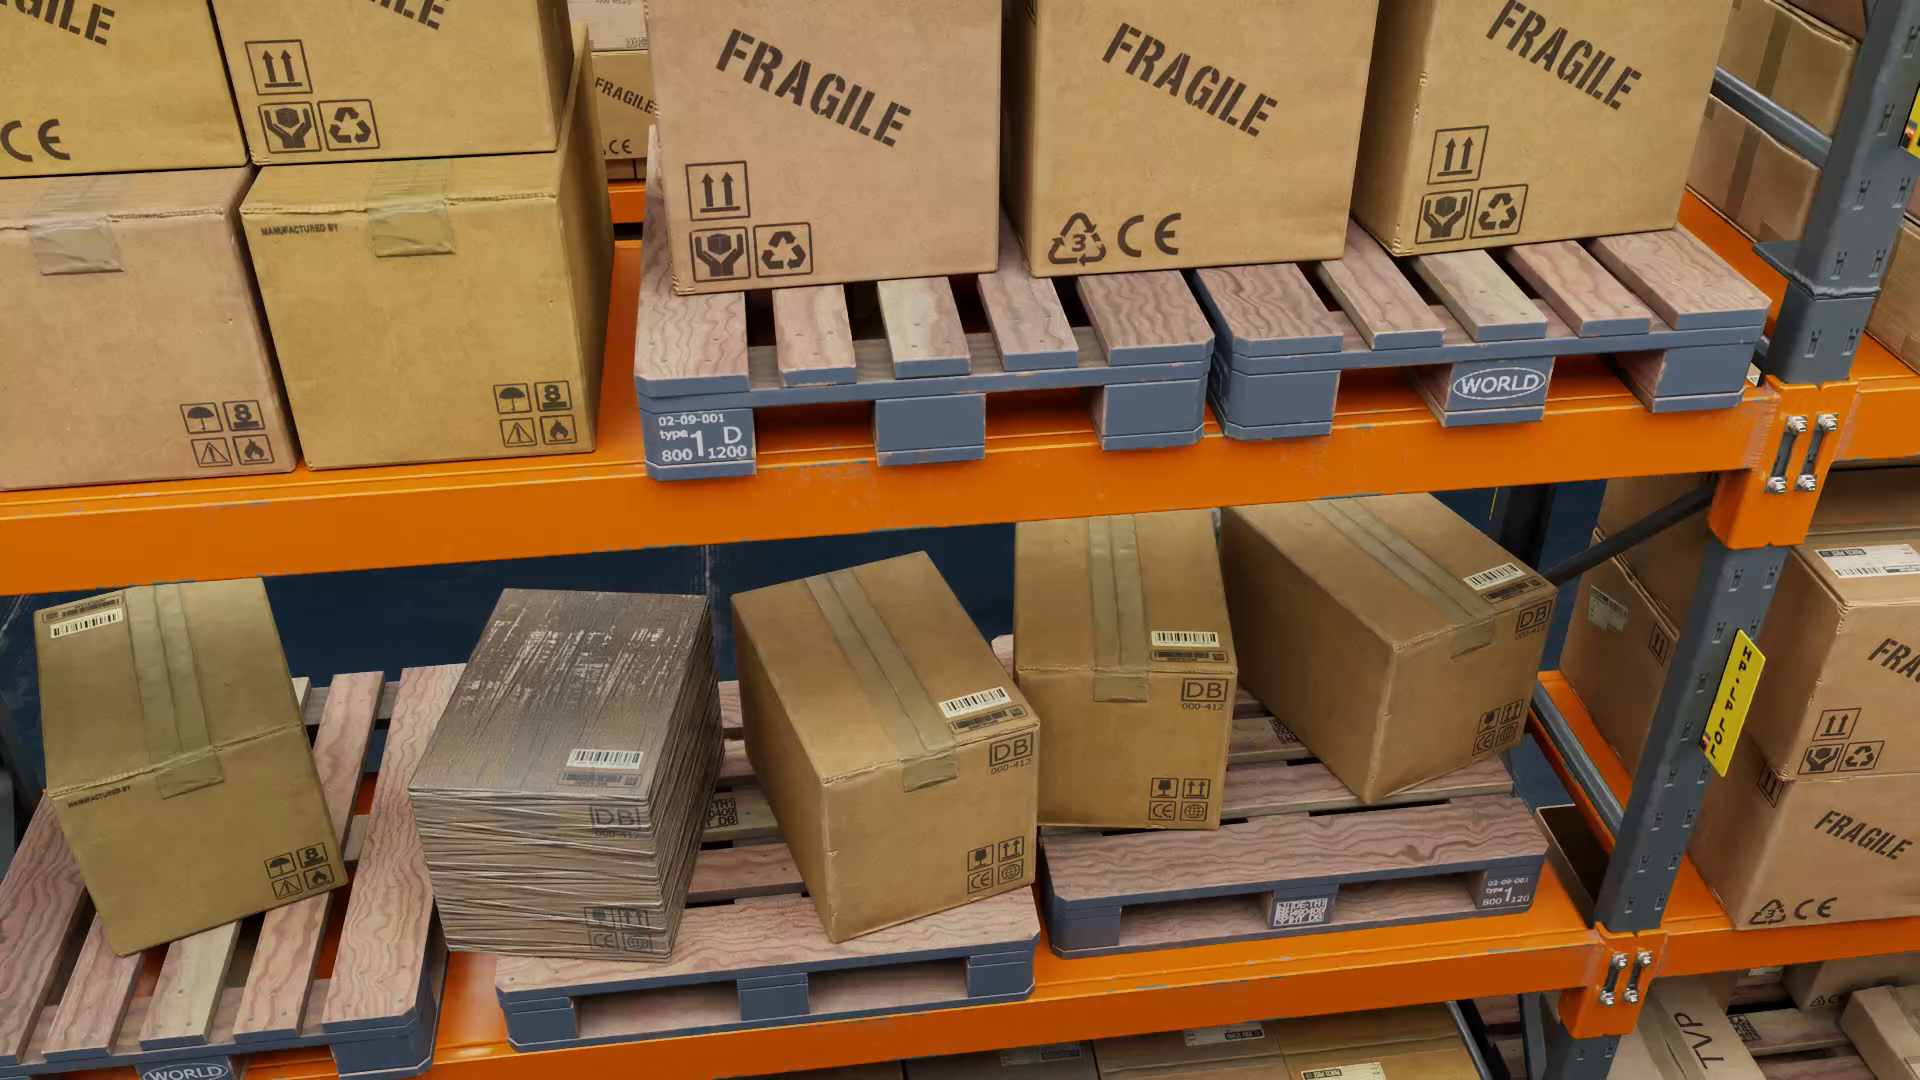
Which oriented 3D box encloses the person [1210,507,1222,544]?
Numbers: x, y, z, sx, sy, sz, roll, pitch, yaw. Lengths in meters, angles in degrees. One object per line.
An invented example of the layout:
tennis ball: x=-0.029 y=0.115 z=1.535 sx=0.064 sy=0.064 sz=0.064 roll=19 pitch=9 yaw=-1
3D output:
person: x=0.855 y=-0.409 z=6.709 sx=0.511 sy=1.834 sz=0.592 roll=4 pitch=35 yaw=6
